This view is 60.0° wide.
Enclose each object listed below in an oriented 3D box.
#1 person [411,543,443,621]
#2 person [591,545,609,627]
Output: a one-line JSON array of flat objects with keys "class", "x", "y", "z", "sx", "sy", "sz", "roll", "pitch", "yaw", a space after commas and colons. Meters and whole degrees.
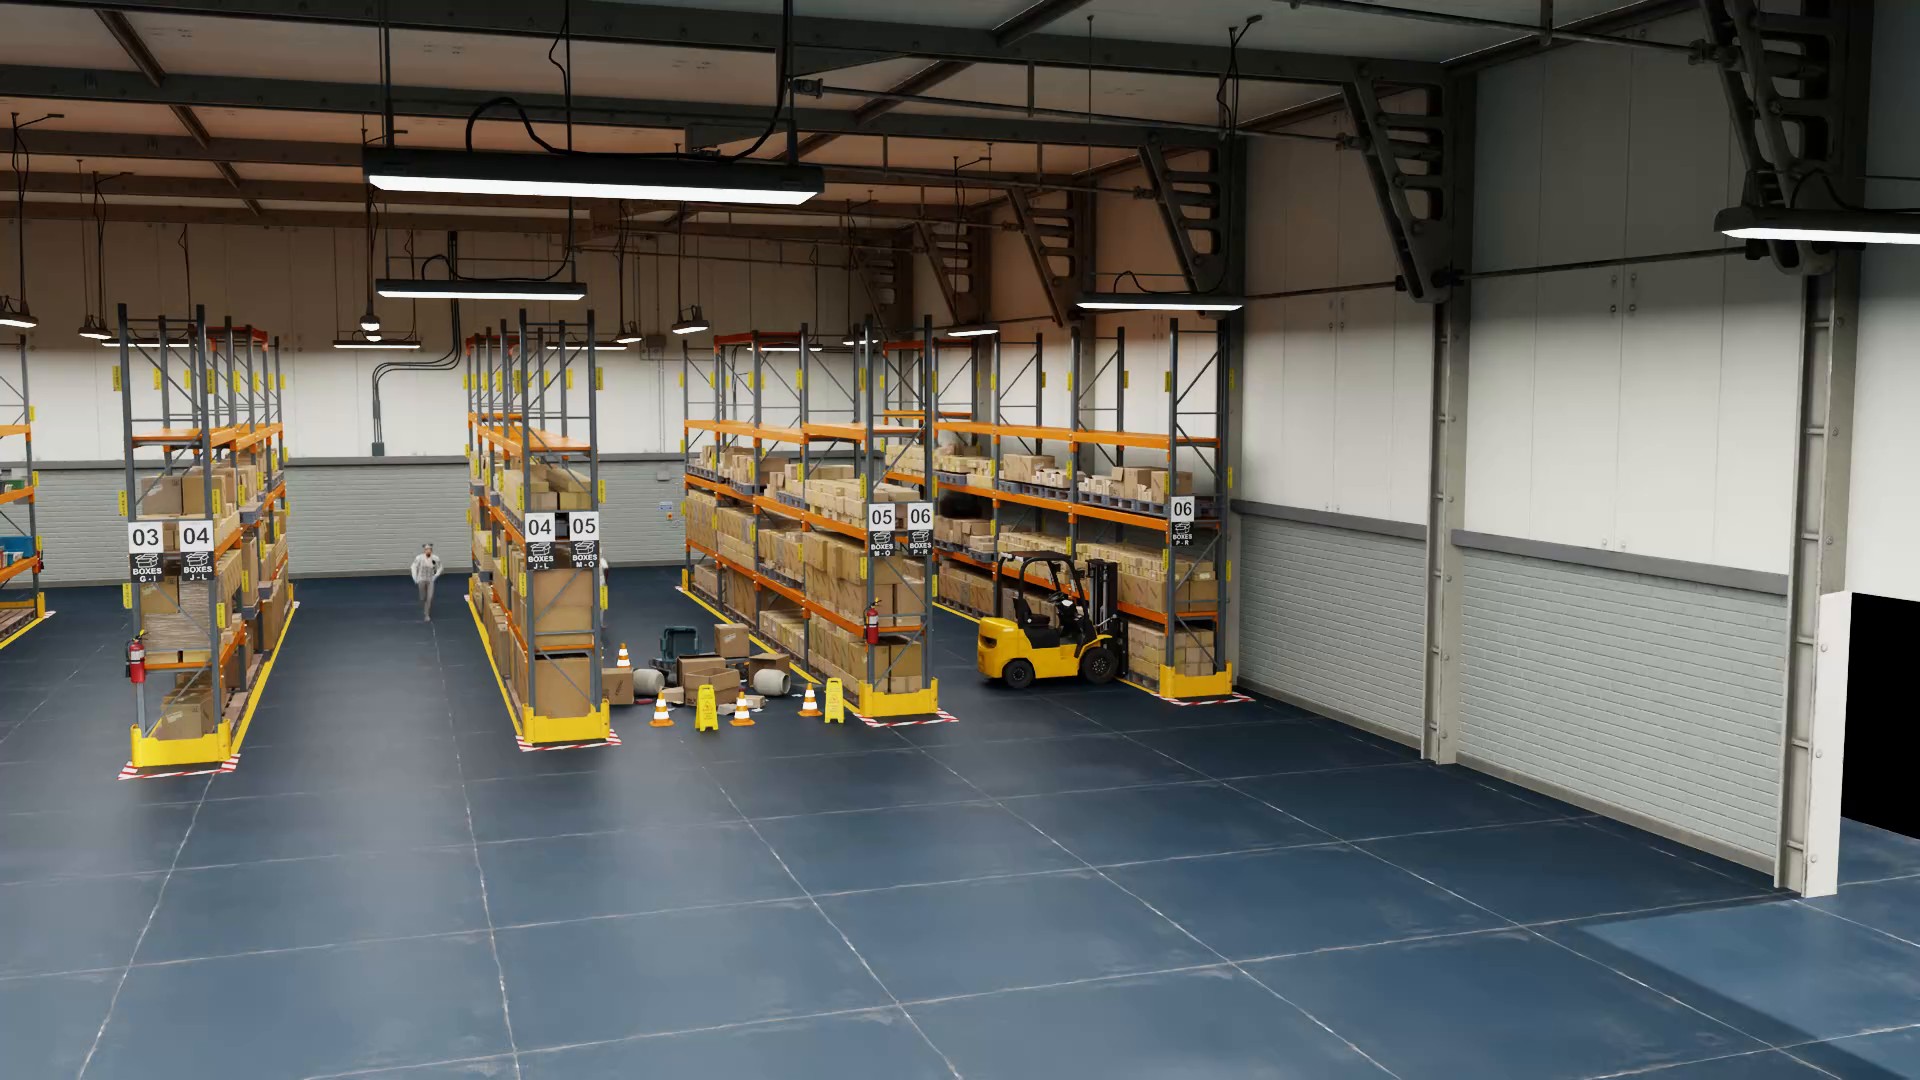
[{"class": "person", "x": -11.292, "y": 0.868, "z": 35.259, "sx": 0.642, "sy": 1.659, "sz": 0.693, "roll": -2, "pitch": 6, "yaw": -16}, {"class": "person", "x": -7.412, "y": 0.961, "z": 33.790, "sx": 0.558, "sy": 1.759, "sz": 0.758, "roll": -2, "pitch": 6, "yaw": -17}]
